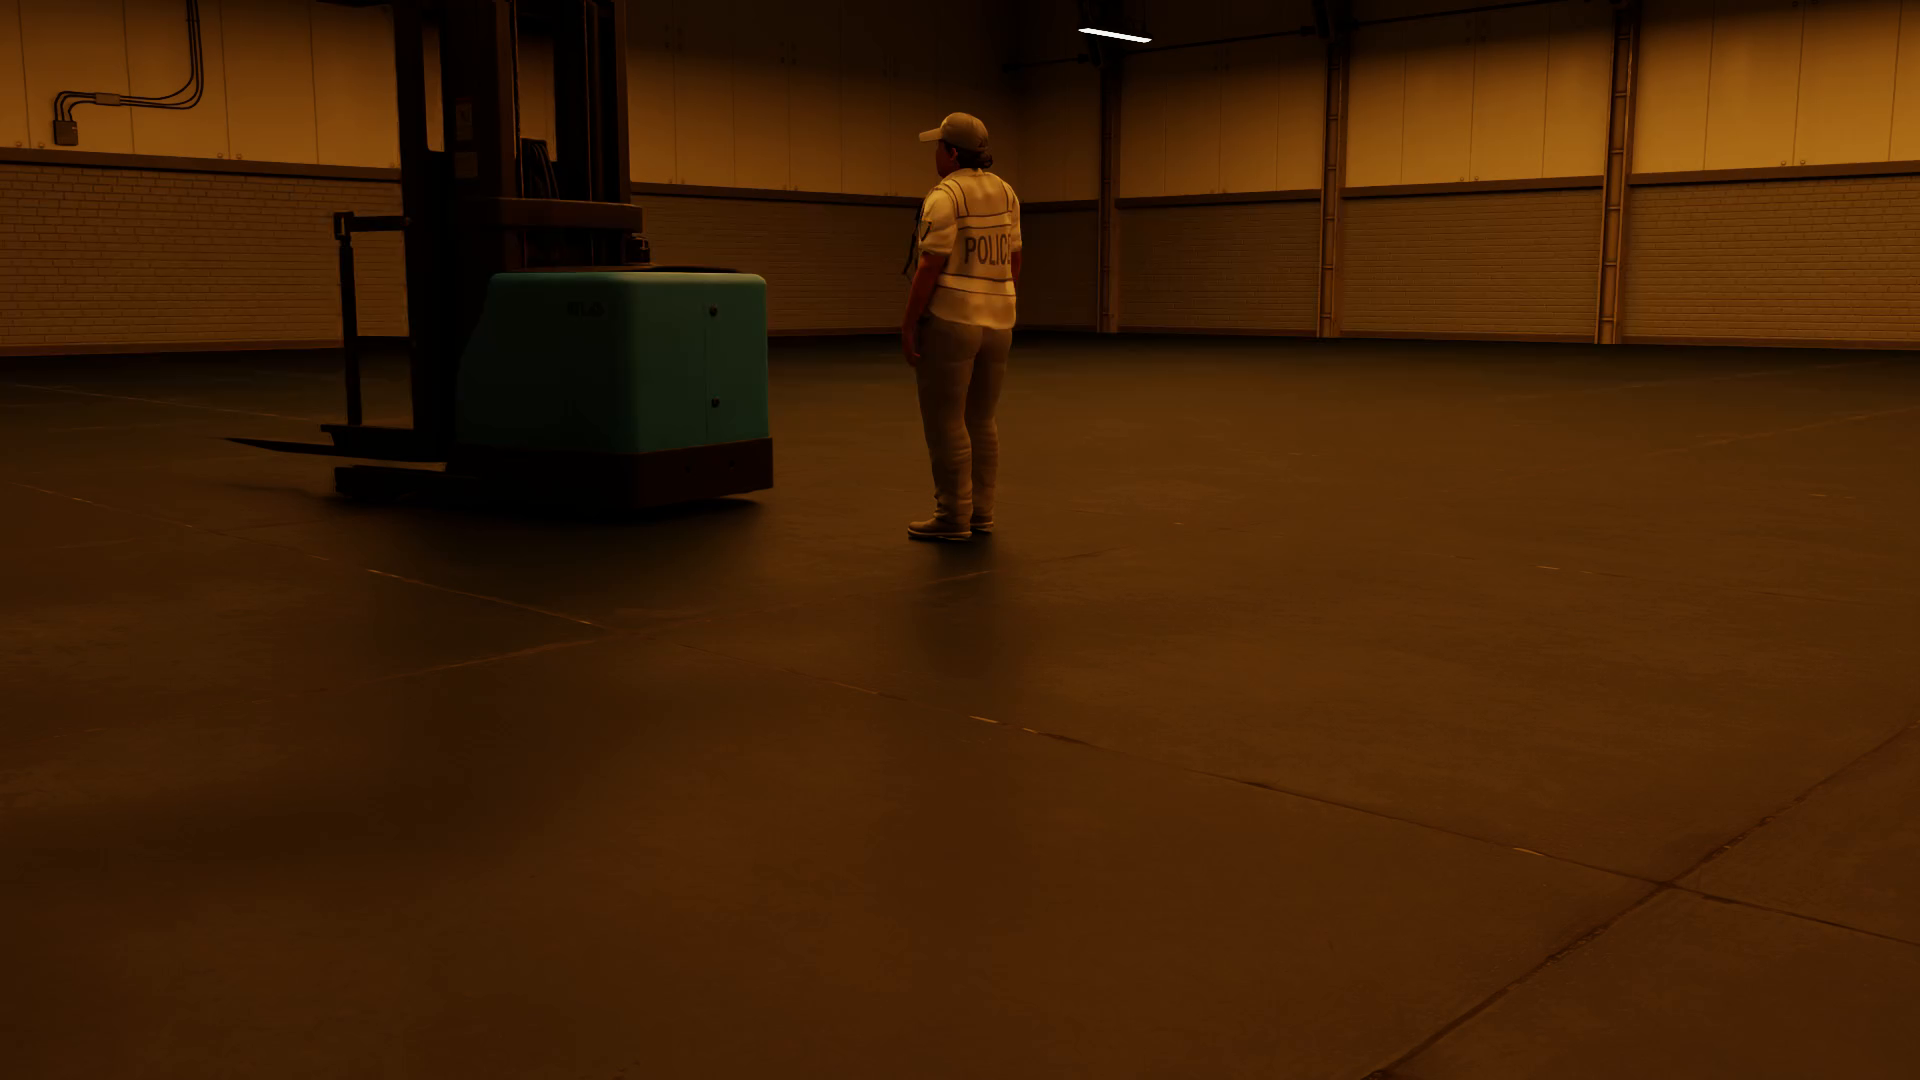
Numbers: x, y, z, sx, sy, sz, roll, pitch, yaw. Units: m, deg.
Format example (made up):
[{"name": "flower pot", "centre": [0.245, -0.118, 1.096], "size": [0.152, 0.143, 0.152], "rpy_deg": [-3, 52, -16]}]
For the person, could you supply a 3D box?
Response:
[{"name": "person", "centre": [-0.040, -0.842, 6.661], "size": [0.529, 1.670, 0.599], "rpy_deg": [8, 12, 43]}]

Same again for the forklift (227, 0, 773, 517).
[{"name": "forklift", "centre": [-2.409, -1.687, 8.075], "size": [3.031, 2.935, 1.130], "rpy_deg": [5, 10, 32]}]
